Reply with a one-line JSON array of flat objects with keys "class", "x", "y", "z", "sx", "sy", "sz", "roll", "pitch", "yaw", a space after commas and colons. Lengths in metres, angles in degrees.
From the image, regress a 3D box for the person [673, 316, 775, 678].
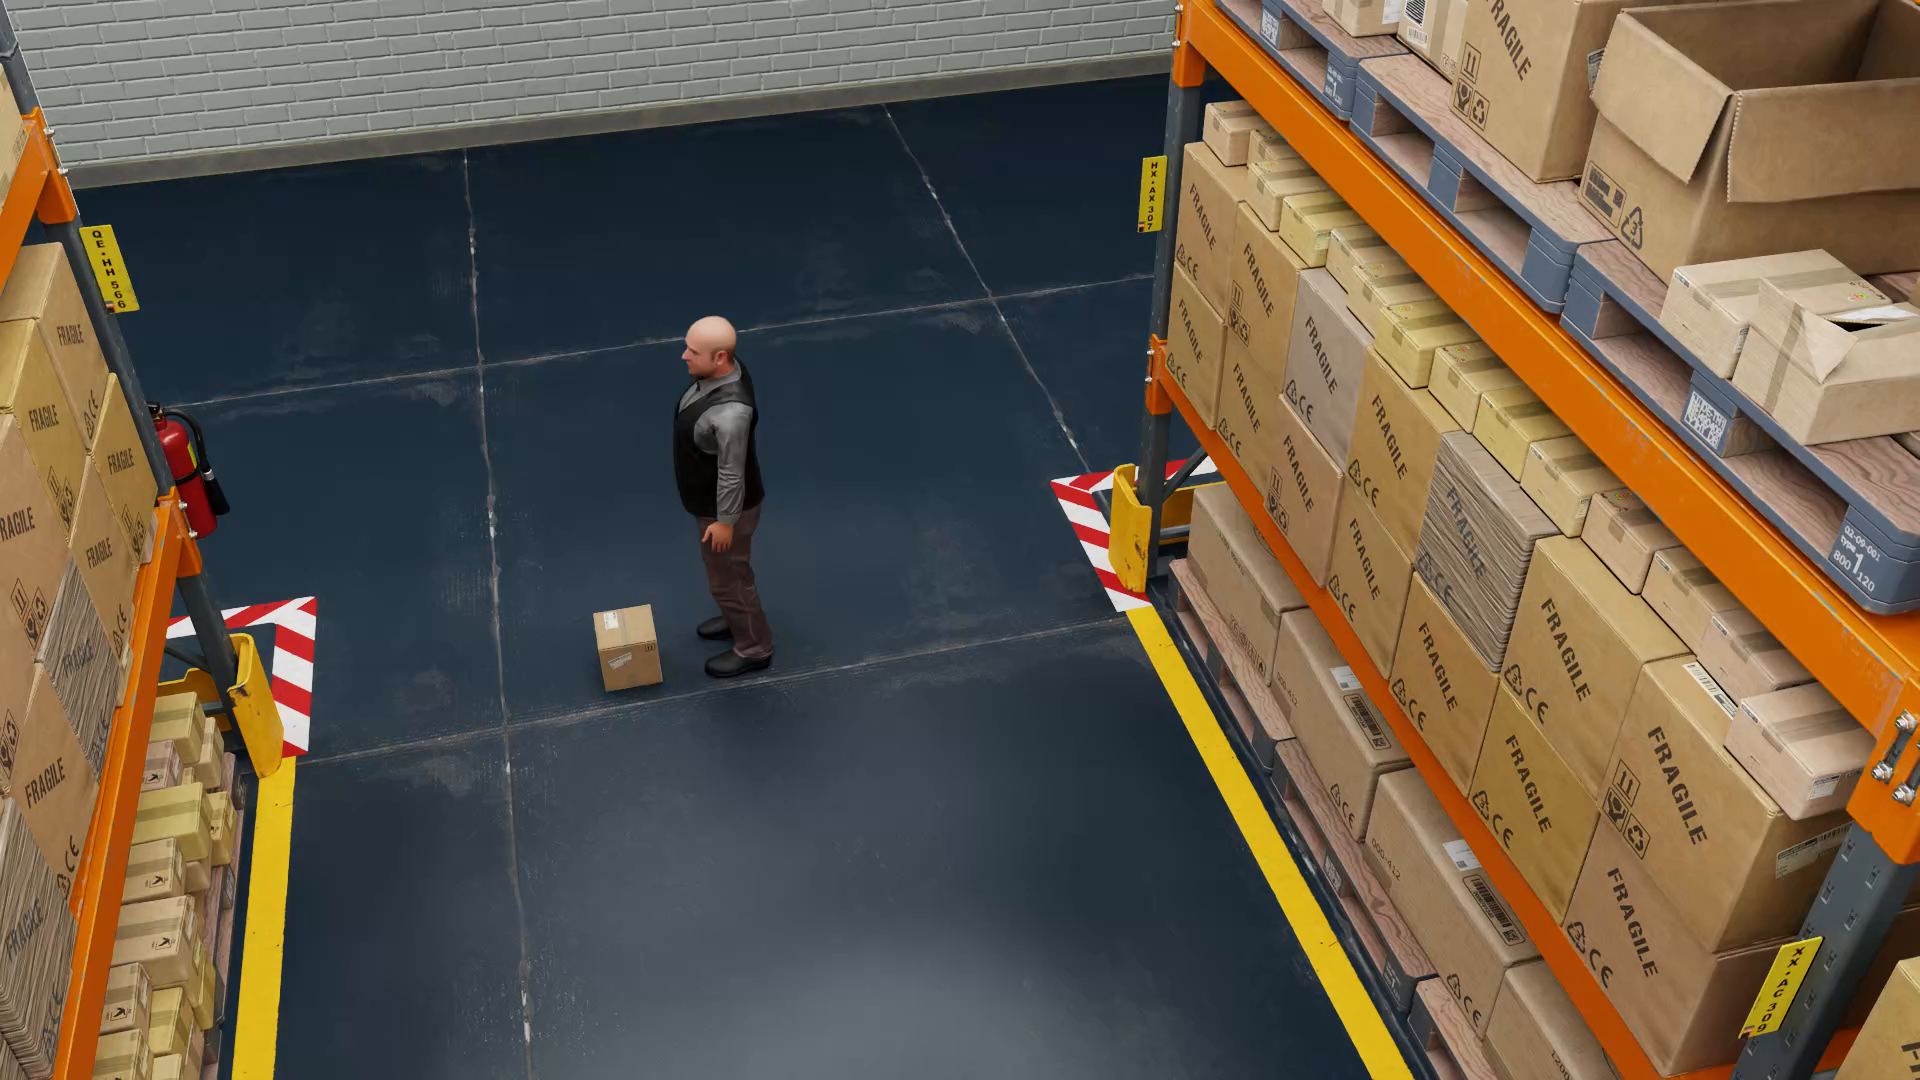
[{"class": "person", "x": -0.996, "y": -0.173, "z": 6.961, "sx": 0.359, "sy": 1.718, "sz": 0.530, "roll": -9, "pitch": 39, "yaw": -11}]
